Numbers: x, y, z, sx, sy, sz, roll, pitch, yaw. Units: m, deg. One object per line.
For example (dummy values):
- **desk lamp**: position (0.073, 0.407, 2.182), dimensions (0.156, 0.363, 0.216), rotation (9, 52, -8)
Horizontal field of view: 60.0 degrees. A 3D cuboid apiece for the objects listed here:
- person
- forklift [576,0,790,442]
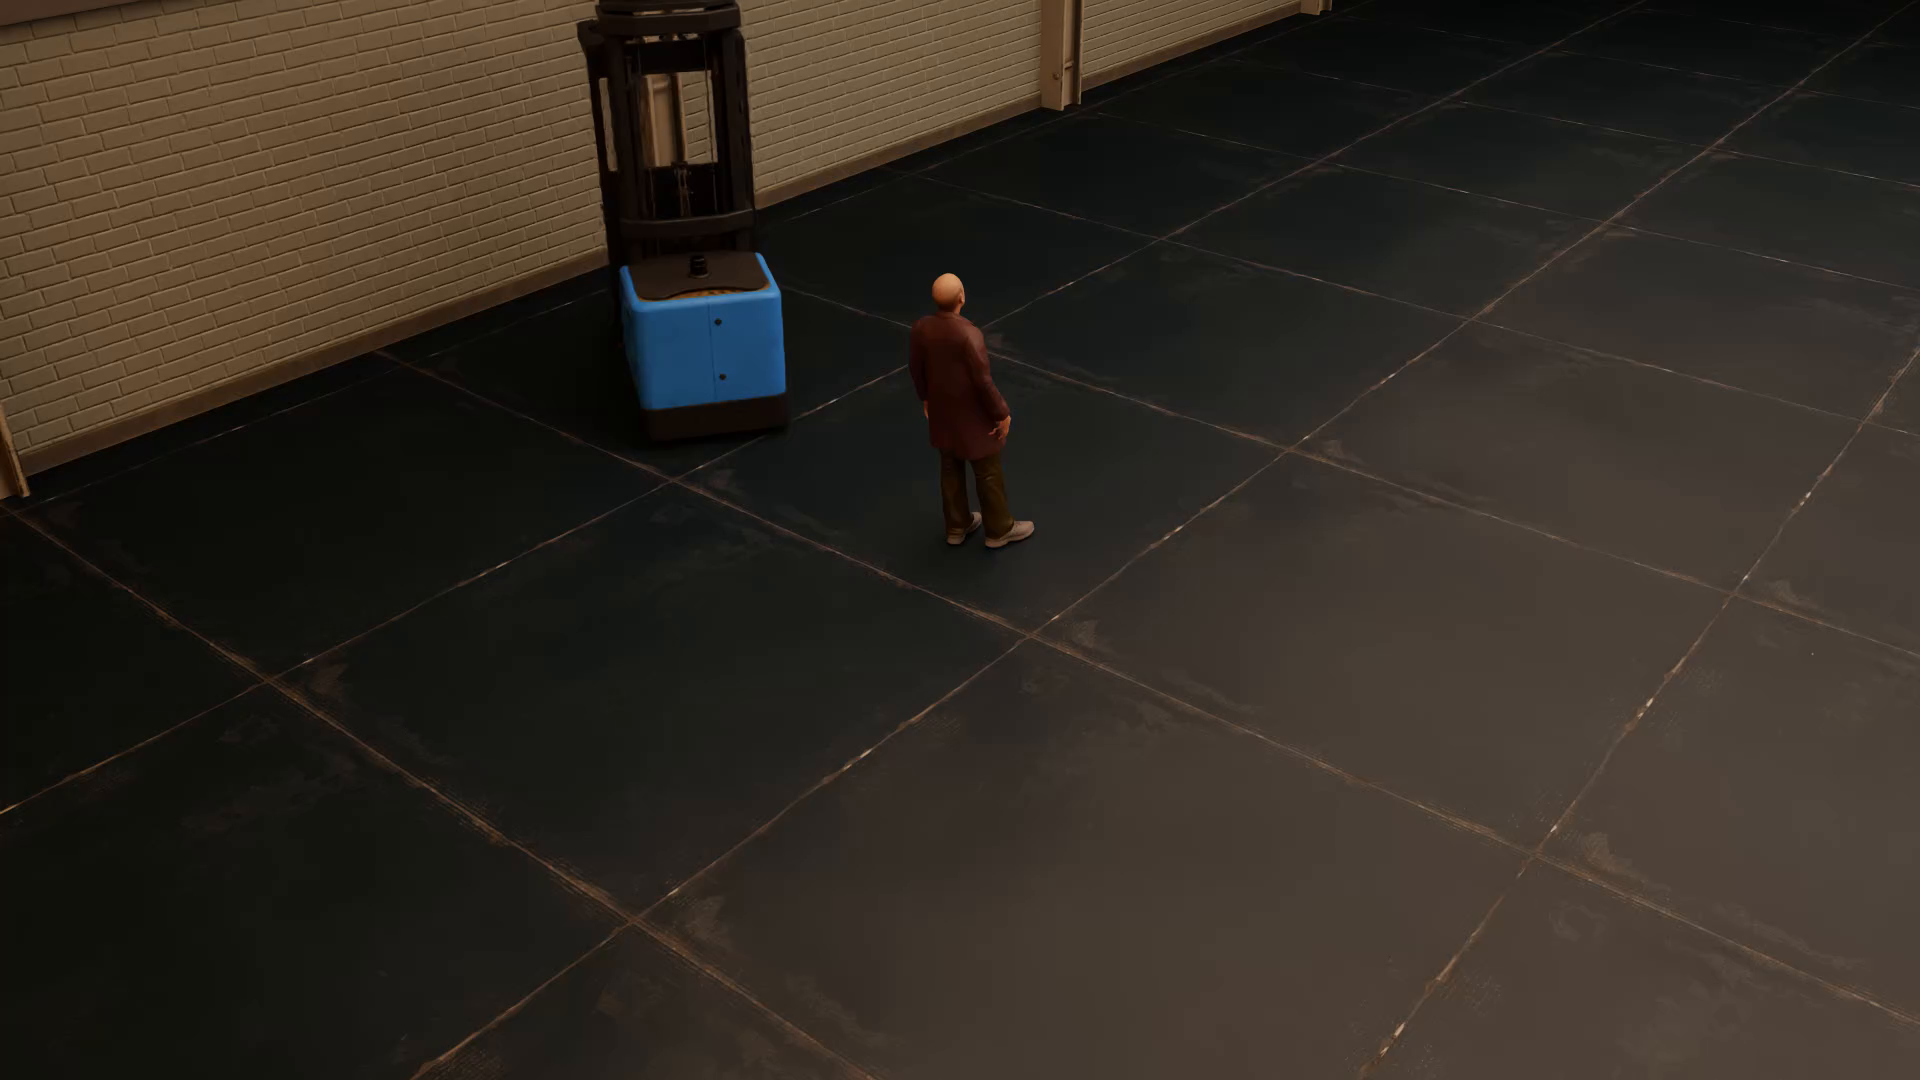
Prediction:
- **person**: position (0.061, -0.808, 10.106), dimensions (0.696, 1.776, 0.582), rotation (22, 37, 33)
- **forklift**: position (-2.104, -2.679, 12.180), dimensions (1.130, 2.935, 3.031), rotation (-8, 31, -14)
